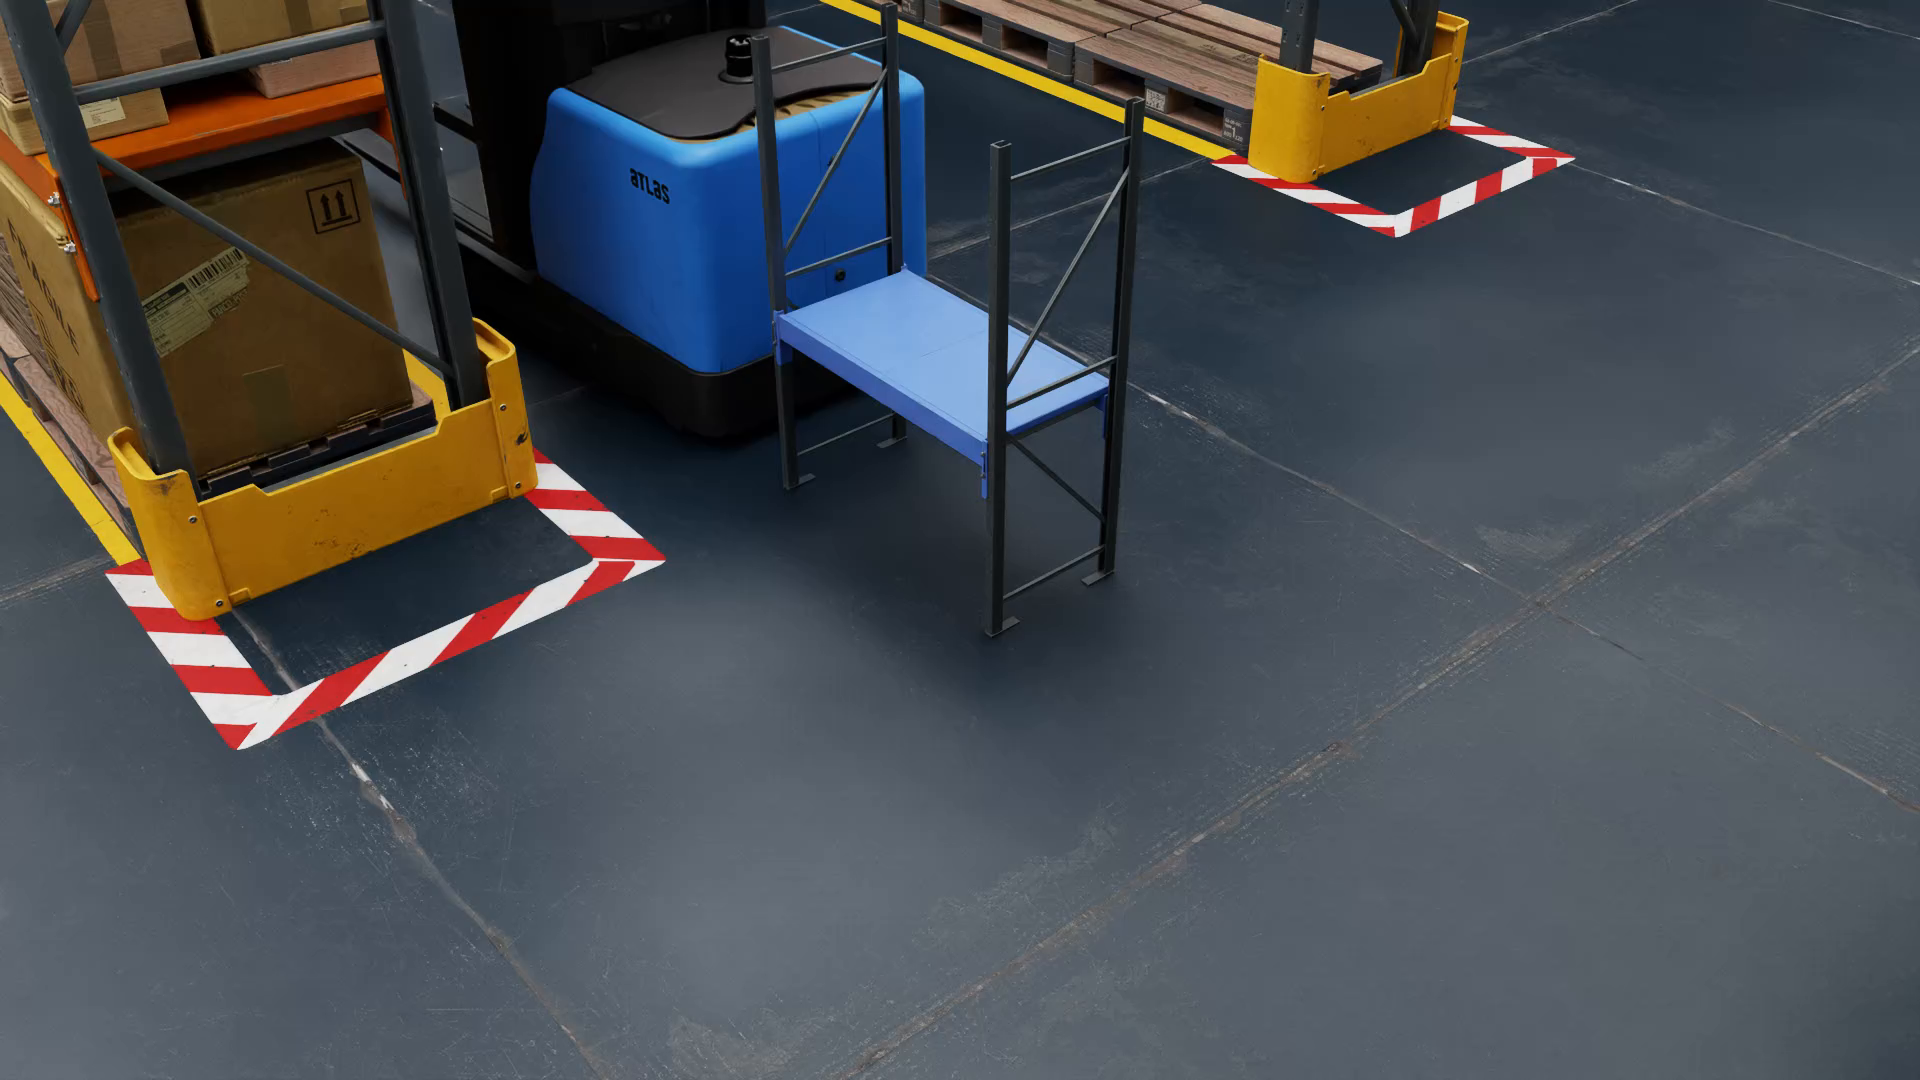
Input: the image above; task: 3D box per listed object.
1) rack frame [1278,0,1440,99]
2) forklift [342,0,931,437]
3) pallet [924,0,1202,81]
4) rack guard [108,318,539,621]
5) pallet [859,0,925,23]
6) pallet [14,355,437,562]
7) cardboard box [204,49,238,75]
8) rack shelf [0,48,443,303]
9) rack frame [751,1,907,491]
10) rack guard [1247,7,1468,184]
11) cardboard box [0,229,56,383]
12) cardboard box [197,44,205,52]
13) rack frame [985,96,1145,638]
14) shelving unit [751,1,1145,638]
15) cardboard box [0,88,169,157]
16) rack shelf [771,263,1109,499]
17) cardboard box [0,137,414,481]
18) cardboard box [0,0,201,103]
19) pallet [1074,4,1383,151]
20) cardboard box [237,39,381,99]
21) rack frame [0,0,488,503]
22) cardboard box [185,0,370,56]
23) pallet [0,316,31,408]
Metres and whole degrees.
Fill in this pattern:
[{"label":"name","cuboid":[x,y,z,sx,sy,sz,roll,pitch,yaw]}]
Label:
[{"label":"rack frame","cuboid":[1.839,-3.120,7.060,1.000,3.000,0.127,-26,43,-32]},{"label":"forklift","cuboid":[-1.476,-2.305,5.969,1.130,2.935,3.031,-28,44,-34]},{"label":"pallet","cuboid":[0.554,-2.899,9.161,1.003,0.211,1.213,-26,43,-32]},{"label":"rack guard","cuboid":[-1.929,-0.242,5.160,1.175,0.500,0.348,-26,43,-32]},{"label":"pallet","cuboid":[-0.238,-3.438,9.922,1.003,0.211,1.213,-26,43,-32]},{"label":"pallet","cuboid":[-2.520,-0.459,5.715,1.003,0.211,1.213,-26,43,-32]},{"label":"cardboard box","cuboid":[-2.088,-1.563,5.079,0.380,0.149,0.250,-27,43,-32]},{"label":"rack shelf","cuboid":[-3.235,-1.862,5.907,1.077,0.370,4.000,-26,43,-32]},{"label":"rack frame","cuboid":[-0.383,-0.874,5.187,0.500,1.500,0.032,-26,43,-32]},{"label":"rack guard","cuboid":[1.865,-2.094,7.775,1.175,0.500,0.348,-26,43,-32]},{"label":"cardboard box","cuboid":[-3.006,-1.232,5.869,0.875,0.875,0.875,-26,43,-32]},{"label":"cardboard box","cuboid":[-2.253,-1.676,5.238,0.380,0.149,0.250,-27,43,-33]},{"label":"rack frame","cuboid":[0.273,-0.425,4.553,0.500,1.500,0.032,-26,43,-32]},{"label":"shelving unit","cuboid":[-0.055,-0.650,4.870,0.538,1.500,1.048,-26,43,-32]},{"label":"cardboard box","cuboid":[-2.426,-1.205,4.573,0.380,0.149,0.250,-25,42,-31]},{"label":"rack shelf","cuboid":[-0.055,-0.503,4.974,0.538,0.185,1.000,-26,43,-32]},{"label":"cardboard box","cuboid":[-2.418,-0.830,5.302,0.875,0.875,0.875,-26,43,-32]},{"label":"cardboard box","cuboid":[-2.460,-1.448,4.572,0.500,0.250,0.500,-27,43,-32]},{"label":"pallet","cuboid":[1.337,-2.361,8.401,1.003,0.211,1.213,-26,43,-32]},{"label":"cardboard box","cuboid":[-1.921,-1.450,4.920,0.380,0.149,0.250,-25,43,-31]},{"label":"rack frame","cuboid":[-1.944,-1.273,4.452,1.000,3.000,0.127,-26,43,-32]},{"label":"cardboard box","cuboid":[-2.048,-1.646,4.851,0.500,0.250,0.500,-27,43,-33]},{"label":"pallet","cuboid":[-3.303,-0.997,6.475,1.003,0.211,1.213,-26,43,-32]}]
